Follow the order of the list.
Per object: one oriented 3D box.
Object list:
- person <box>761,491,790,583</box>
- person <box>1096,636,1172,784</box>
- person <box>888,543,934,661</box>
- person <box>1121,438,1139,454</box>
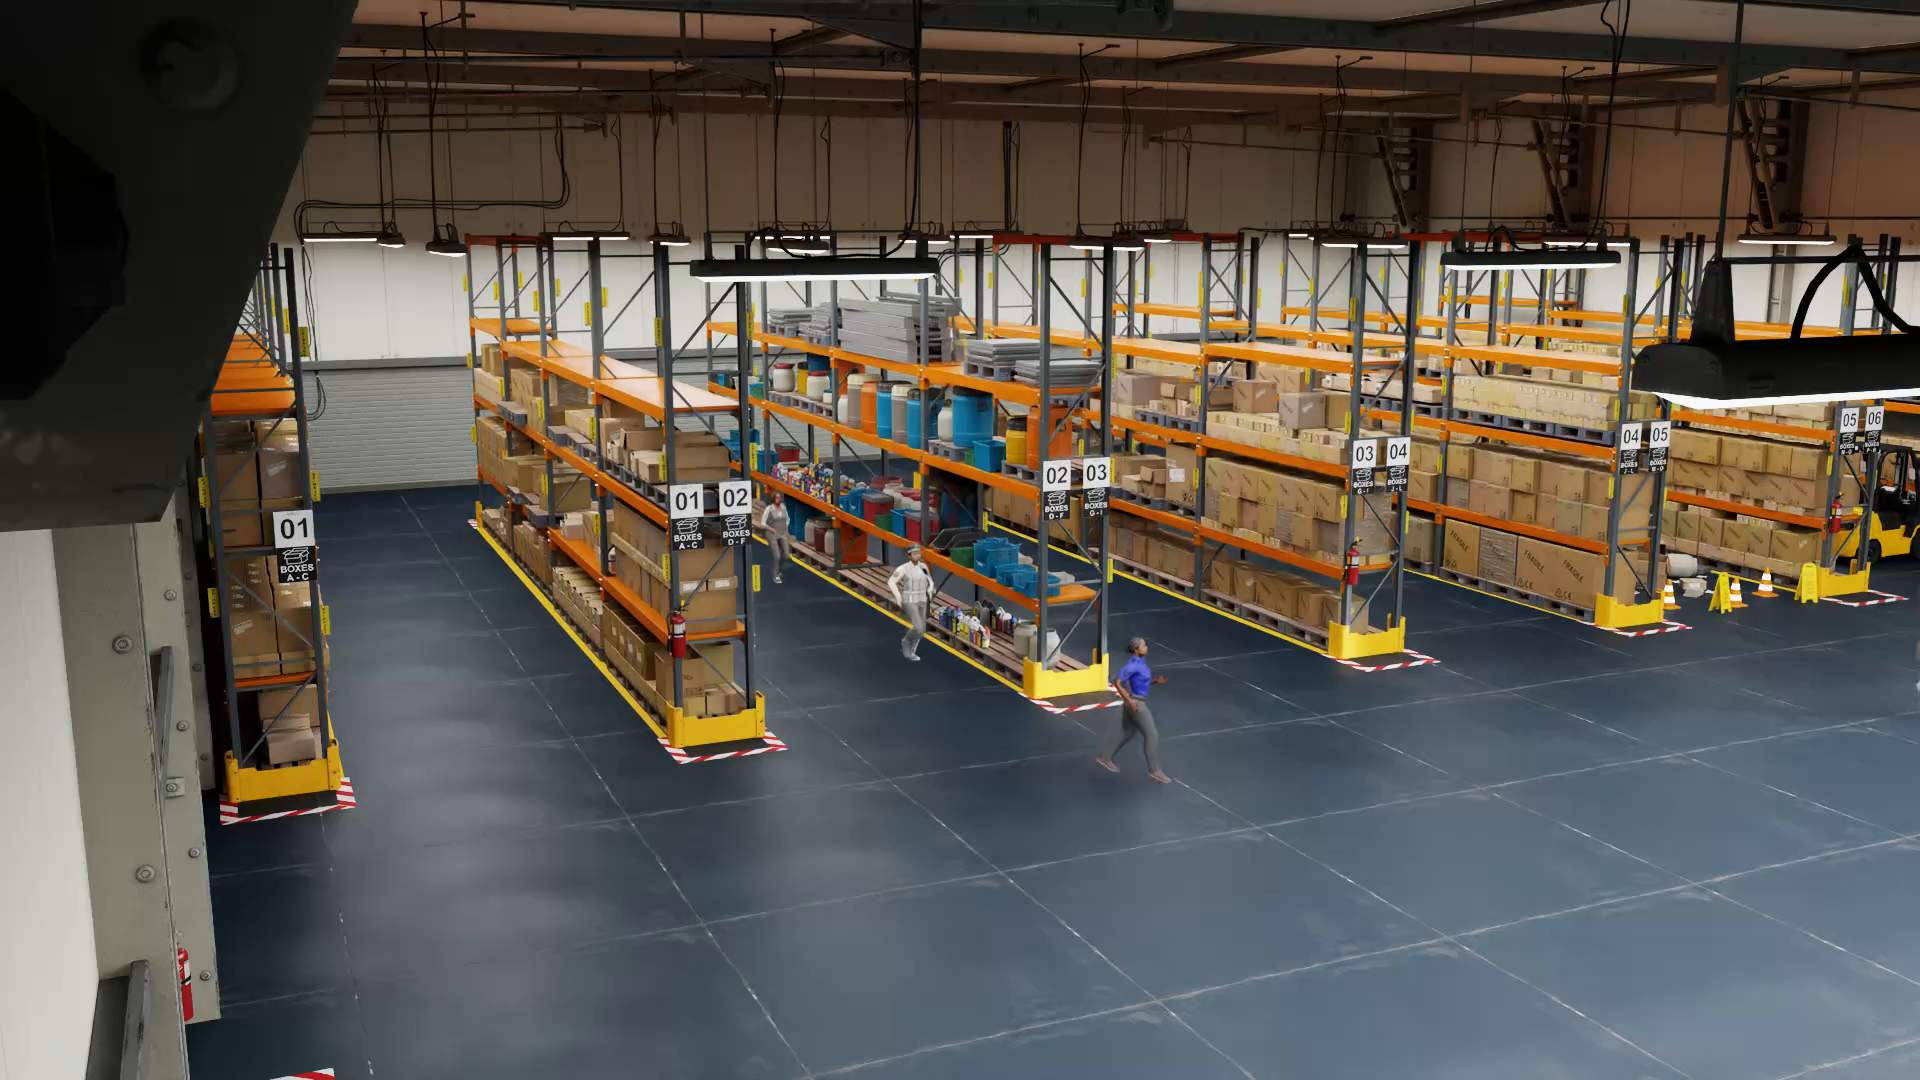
[{"bbox_3d":[-3.039,-0.040,27.712,0.553,1.568,0.504,-6,13,-30],"label":"person"},{"bbox_3d":[1.984,1.914,18.848,0.866,1.688,0.563,1,11,4],"label":"person"},{"bbox_3d":[-0.597,0.861,22.780,0.612,1.658,0.550,-7,13,-33],"label":"person"},{"bbox_3d":[4.353,-2.582,41.920,0.827,1.820,0.723,-4,12,-21],"label":"person"}]
